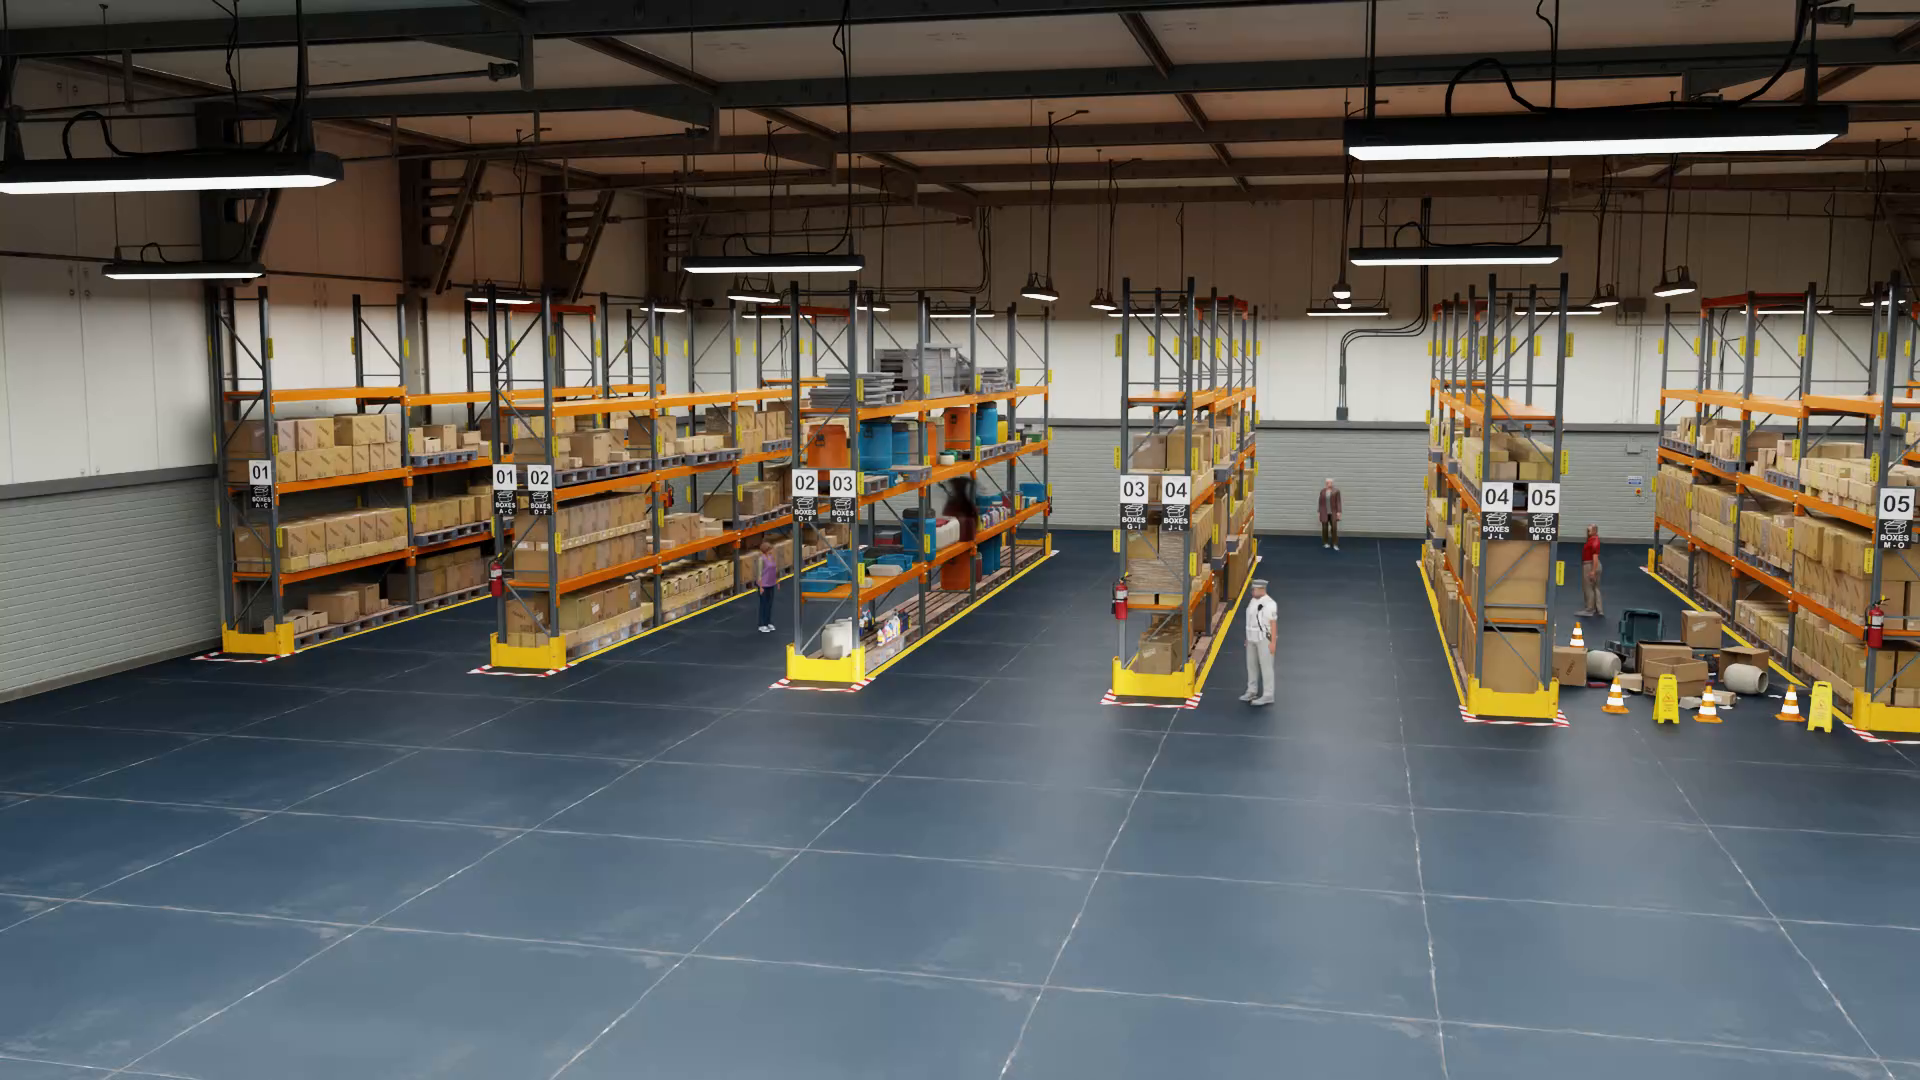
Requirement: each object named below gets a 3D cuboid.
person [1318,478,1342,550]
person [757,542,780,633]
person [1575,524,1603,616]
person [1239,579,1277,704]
[{"bbox_3d":[9.276,-0.647,41.710,0.601,1.805,0.606,1,7,12],"label":"person"},{"bbox_3d":[-3.420,0.824,29.435,0.352,1.611,0.443,3,7,28],"label":"person"},{"bbox_3d":[11.884,0.565,31.265,0.434,1.737,0.564,6,9,42],"label":"person"},{"bbox_3d":[4.235,1.423,23.583,0.453,1.750,0.575,-4,8,-29],"label":"person"}]
